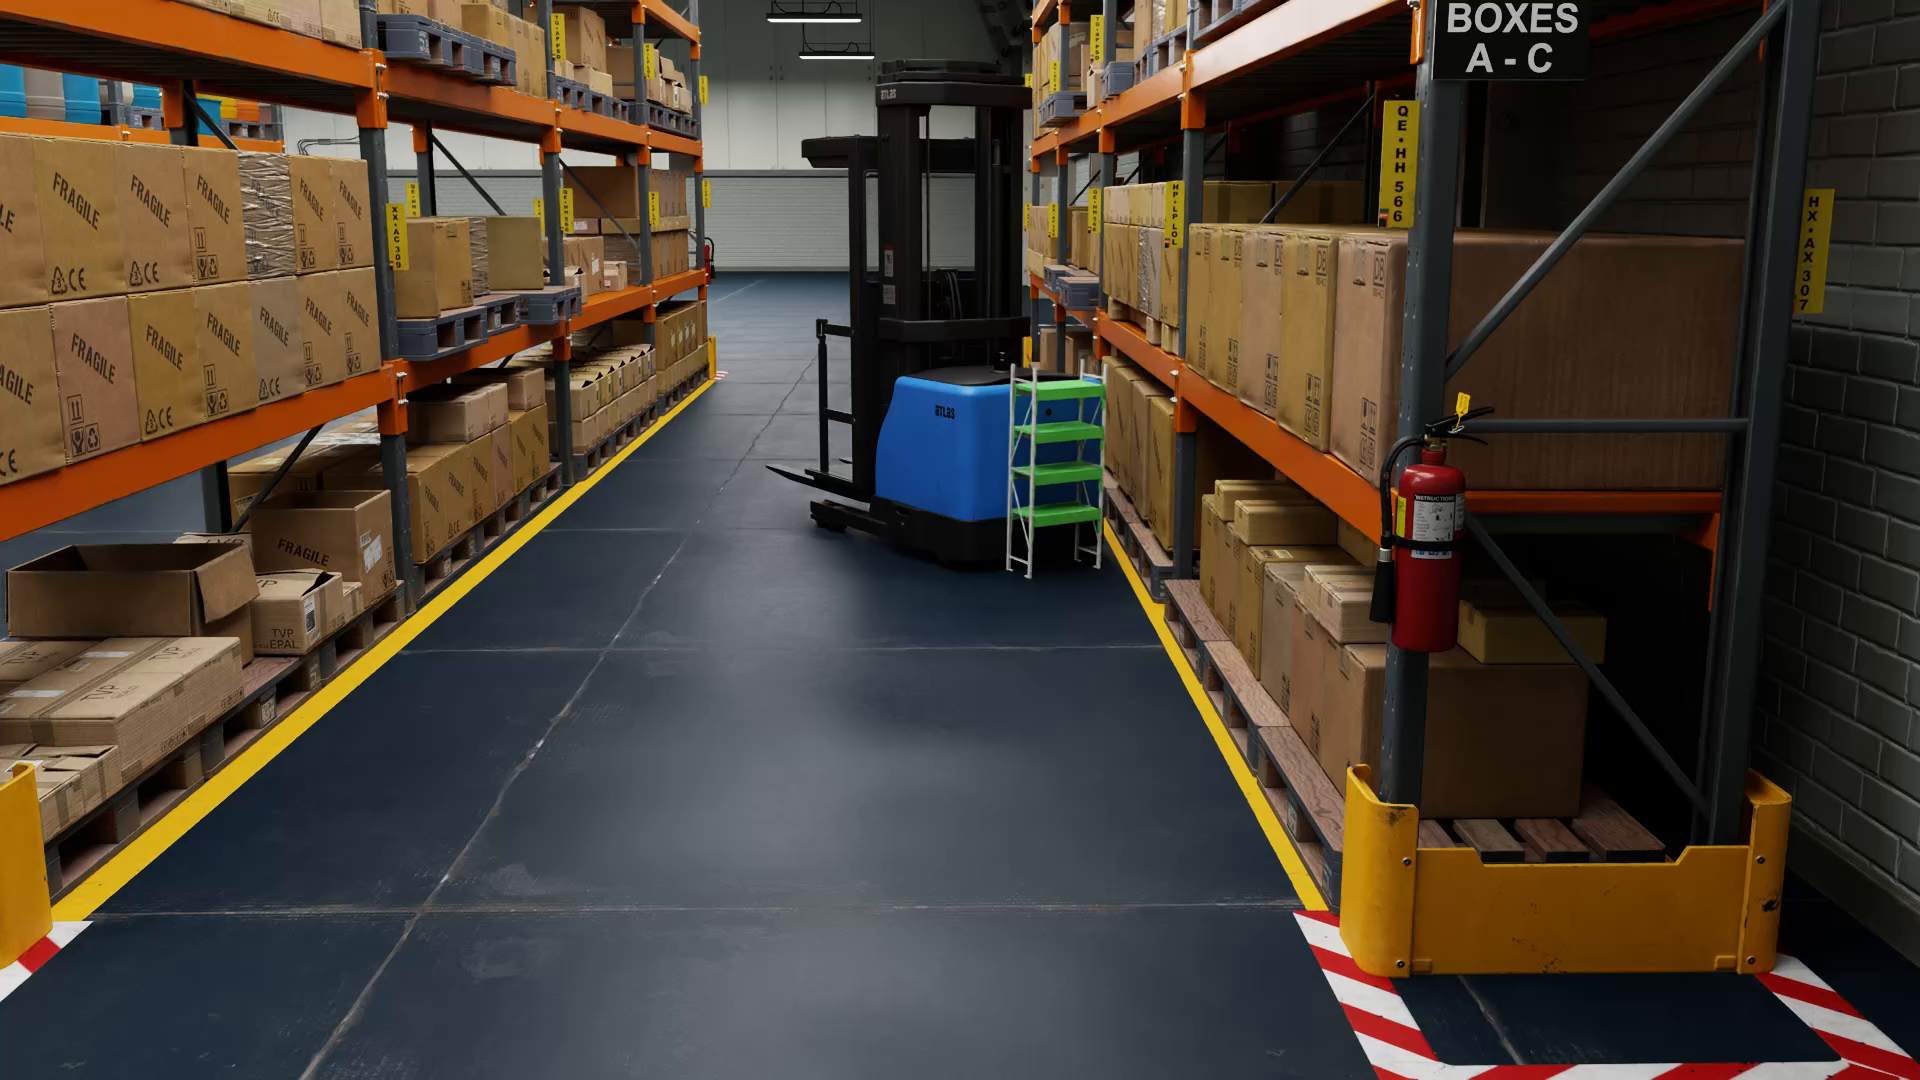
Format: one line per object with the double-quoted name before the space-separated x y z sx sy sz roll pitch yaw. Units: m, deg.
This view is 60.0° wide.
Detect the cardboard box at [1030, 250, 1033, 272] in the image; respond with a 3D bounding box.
"cardboard box" 1.086 -3.217 19.198 0.500 0.250 0.500 -1 11 -3

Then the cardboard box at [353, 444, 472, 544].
"cardboard box" -3.125 -0.269 9.523 0.500 0.500 0.500 0 11 0

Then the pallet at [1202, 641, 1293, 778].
"pallet" 1.582 0.665 6.753 1.003 0.211 1.213 0 11 -1

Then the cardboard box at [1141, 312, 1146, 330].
"cardboard box" 1.351 -1.407 10.533 0.380 0.149 0.250 0 11 -1

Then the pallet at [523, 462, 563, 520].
"pallet" -3.442 -0.356 11.781 1.003 0.211 1.213 0 11 -1

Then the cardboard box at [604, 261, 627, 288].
"cardboard box" -3.448 -2.495 15.688 0.500 0.250 0.500 0 11 2

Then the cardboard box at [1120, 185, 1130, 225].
"cardboard box" 1.311 -2.166 10.757 0.500 0.250 0.500 0 11 -1

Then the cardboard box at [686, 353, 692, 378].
"cardboard box" -3.235 -1.916 18.317 0.500 0.250 0.500 0 11 -1

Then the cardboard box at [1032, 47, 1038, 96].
"cardboard box" 1.093 -5.323 18.894 0.500 0.500 0.500 0 11 -2

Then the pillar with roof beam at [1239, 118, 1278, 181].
"pillar with roof beam" -1.933 -5.076 12.947 9.100 9.000 0.400 0 11 -1

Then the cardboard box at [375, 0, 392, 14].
"cardboard box" -3.273 -2.950 8.452 0.600 0.600 0.600 -1 12 -7

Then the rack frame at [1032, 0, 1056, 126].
"rack frame" 1.368 -6.422 19.582 1.000 3.000 0.127 0 11 -1

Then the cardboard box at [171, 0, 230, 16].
"cardboard box" -3.036 -2.078 6.092 0.500 0.250 0.500 0 11 -1

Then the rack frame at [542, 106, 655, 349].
"rack frame" -3.502 -2.666 16.155 1.000 3.000 0.127 0 11 -1

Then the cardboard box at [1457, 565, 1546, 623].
"cardboard box" 1.775 0.184 5.705 0.380 0.149 0.250 0 11 -1

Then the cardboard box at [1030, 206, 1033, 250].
"cardboard box" 1.078 -3.591 19.158 0.500 0.500 0.500 0 11 -1

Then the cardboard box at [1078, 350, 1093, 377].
"cardboard box" 1.482 -1.531 15.743 0.700 0.500 0.500 0 11 1

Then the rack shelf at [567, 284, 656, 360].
"rack shelf" -3.461 -1.916 14.267 1.077 0.370 4.000 0 11 -1

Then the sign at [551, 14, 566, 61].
"sign" -2.877 -3.596 11.895 0.100 0.325 0.005 0 11 -1

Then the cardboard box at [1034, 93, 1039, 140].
"cardboard box" 1.100 -4.837 19.008 0.500 0.500 0.500 1 11 3

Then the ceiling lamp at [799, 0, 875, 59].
"ceiling lamp" -3.252 -14.322 43.841 2.000 3.185 0.800 0 11 -1

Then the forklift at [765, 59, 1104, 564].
"forklift" -0.334 -1.542 10.790 1.130 2.935 3.031 -7 13 -31

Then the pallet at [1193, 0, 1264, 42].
"pallet" 1.622 -2.361 7.329 1.003 0.211 1.213 0 11 -1

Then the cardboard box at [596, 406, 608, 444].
"cardboard box" -3.148 -0.934 13.479 0.500 0.250 0.500 -1 11 -3

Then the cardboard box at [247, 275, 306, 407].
"cardboard box" -3.045 -0.822 6.814 0.500 0.500 0.500 0 11 0

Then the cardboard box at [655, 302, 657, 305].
"cardboard box" -3.784 -2.480 19.212 0.500 0.500 0.500 0 11 -1

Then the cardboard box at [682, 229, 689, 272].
"cardboard box" -3.588 -3.417 19.607 0.700 0.500 0.500 0 11 -1

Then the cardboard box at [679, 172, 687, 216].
"cardboard box" -3.587 -4.042 19.426 0.700 0.500 0.500 0 11 -1

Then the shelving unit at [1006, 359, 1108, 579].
"shelving unit" 0.555 -0.414 9.561 0.503 1.200 0.258 -7 15 -31

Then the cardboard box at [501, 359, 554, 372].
"cardboard box" -3.709 -1.410 14.415 0.500 0.311 0.500 0 11 0

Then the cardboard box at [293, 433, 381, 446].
"cardboard box" -3.645 -0.361 9.975 0.500 0.500 0.500 0 11 0

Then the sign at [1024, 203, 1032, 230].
"sign" 0.826 -3.904 20.081 0.100 0.325 0.005 0 11 -1

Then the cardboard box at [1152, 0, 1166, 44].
"cardboard box" 1.664 -3.425 10.996 0.700 0.500 0.500 -1 12 -4

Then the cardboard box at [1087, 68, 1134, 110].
"cardboard box" 1.248 -3.470 12.748 0.500 0.311 0.500 0 11 -1

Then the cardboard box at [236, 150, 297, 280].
"cardboard box" -3.044 -1.313 6.721 0.500 0.500 0.500 0 11 -1

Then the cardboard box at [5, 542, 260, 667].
"cardboard box" -3.293 0.306 6.680 0.797 0.503 0.637 0 11 -1

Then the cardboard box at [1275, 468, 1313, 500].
"cardboard box" 1.724 -0.276 7.974 0.380 0.149 0.250 0 11 -1

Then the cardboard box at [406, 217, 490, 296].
"cardboard box" -3.466 -1.818 10.669 0.700 0.500 0.500 2 12 10

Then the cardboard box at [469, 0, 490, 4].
"cardboard box" -3.406 -3.692 10.901 0.500 0.500 0.500 0 11 -1

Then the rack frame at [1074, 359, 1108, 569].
"rack frame" 0.762 -0.440 9.688 0.015 1.200 0.240 -7 15 -31

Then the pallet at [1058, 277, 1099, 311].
"pallet" 1.412 -1.939 13.055 1.213 0.211 1.003 0 11 -1

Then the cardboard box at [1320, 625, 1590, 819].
"cardboard box" 1.584 0.579 5.392 0.700 0.500 0.500 0 11 -1

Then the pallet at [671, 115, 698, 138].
"pallet" -3.596 -4.747 19.092 1.003 0.211 1.213 0 11 -1

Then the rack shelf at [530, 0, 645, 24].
"rack shelf" -3.461 -4.660 13.710 1.077 0.370 4.000 0 11 -1

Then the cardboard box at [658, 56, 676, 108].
"cardboard box" -3.410 -4.789 17.407 0.797 0.503 0.637 1 12 5

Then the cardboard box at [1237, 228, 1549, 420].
"cardboard box" 1.645 -0.846 6.431 0.980 0.700 0.700 -1 11 -4

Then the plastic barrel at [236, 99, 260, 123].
"plastic barrel" -8.400 -5.232 19.121 0.600 0.830 0.708 0 11 -1

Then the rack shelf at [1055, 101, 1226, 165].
"rack shelf" 1.492 -3.407 14.073 1.077 0.370 4.000 0 11 -1

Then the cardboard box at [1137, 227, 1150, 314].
"cardboard box" 1.332 -1.593 9.818 0.500 0.500 0.500 0 11 -1

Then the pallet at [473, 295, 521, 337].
"pallet" -3.374 -1.390 10.349 1.003 0.211 1.213 0 11 -1

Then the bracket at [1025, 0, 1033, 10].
"bracket" 1.529 -11.545 35.779 0.235 0.232 0.430 0 11 -1

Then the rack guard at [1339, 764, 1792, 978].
"rack guard" 1.699 0.928 4.726 1.175 0.500 0.348 0 11 -1

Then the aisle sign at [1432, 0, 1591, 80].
"aisle sign" 1.400 -1.560 4.166 0.394 0.787 0.004 0 11 -1

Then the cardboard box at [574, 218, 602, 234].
"cardboard box" -3.722 -3.086 16.343 0.380 0.149 0.250 0 11 -1

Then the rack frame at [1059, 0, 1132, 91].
"rack frame" 1.451 -5.627 15.663 1.000 3.000 0.127 0 11 -1

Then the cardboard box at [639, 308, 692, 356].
"cardboard box" -3.232 -2.283 18.243 0.500 0.500 0.500 0 11 -1

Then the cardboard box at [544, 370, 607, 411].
"cardboard box" -3.156 -1.214 13.445 0.500 0.311 0.500 -1 11 -3

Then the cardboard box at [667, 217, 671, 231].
"cardboard box" -3.352 -3.444 18.110 0.380 0.149 0.250 0 11 -2
